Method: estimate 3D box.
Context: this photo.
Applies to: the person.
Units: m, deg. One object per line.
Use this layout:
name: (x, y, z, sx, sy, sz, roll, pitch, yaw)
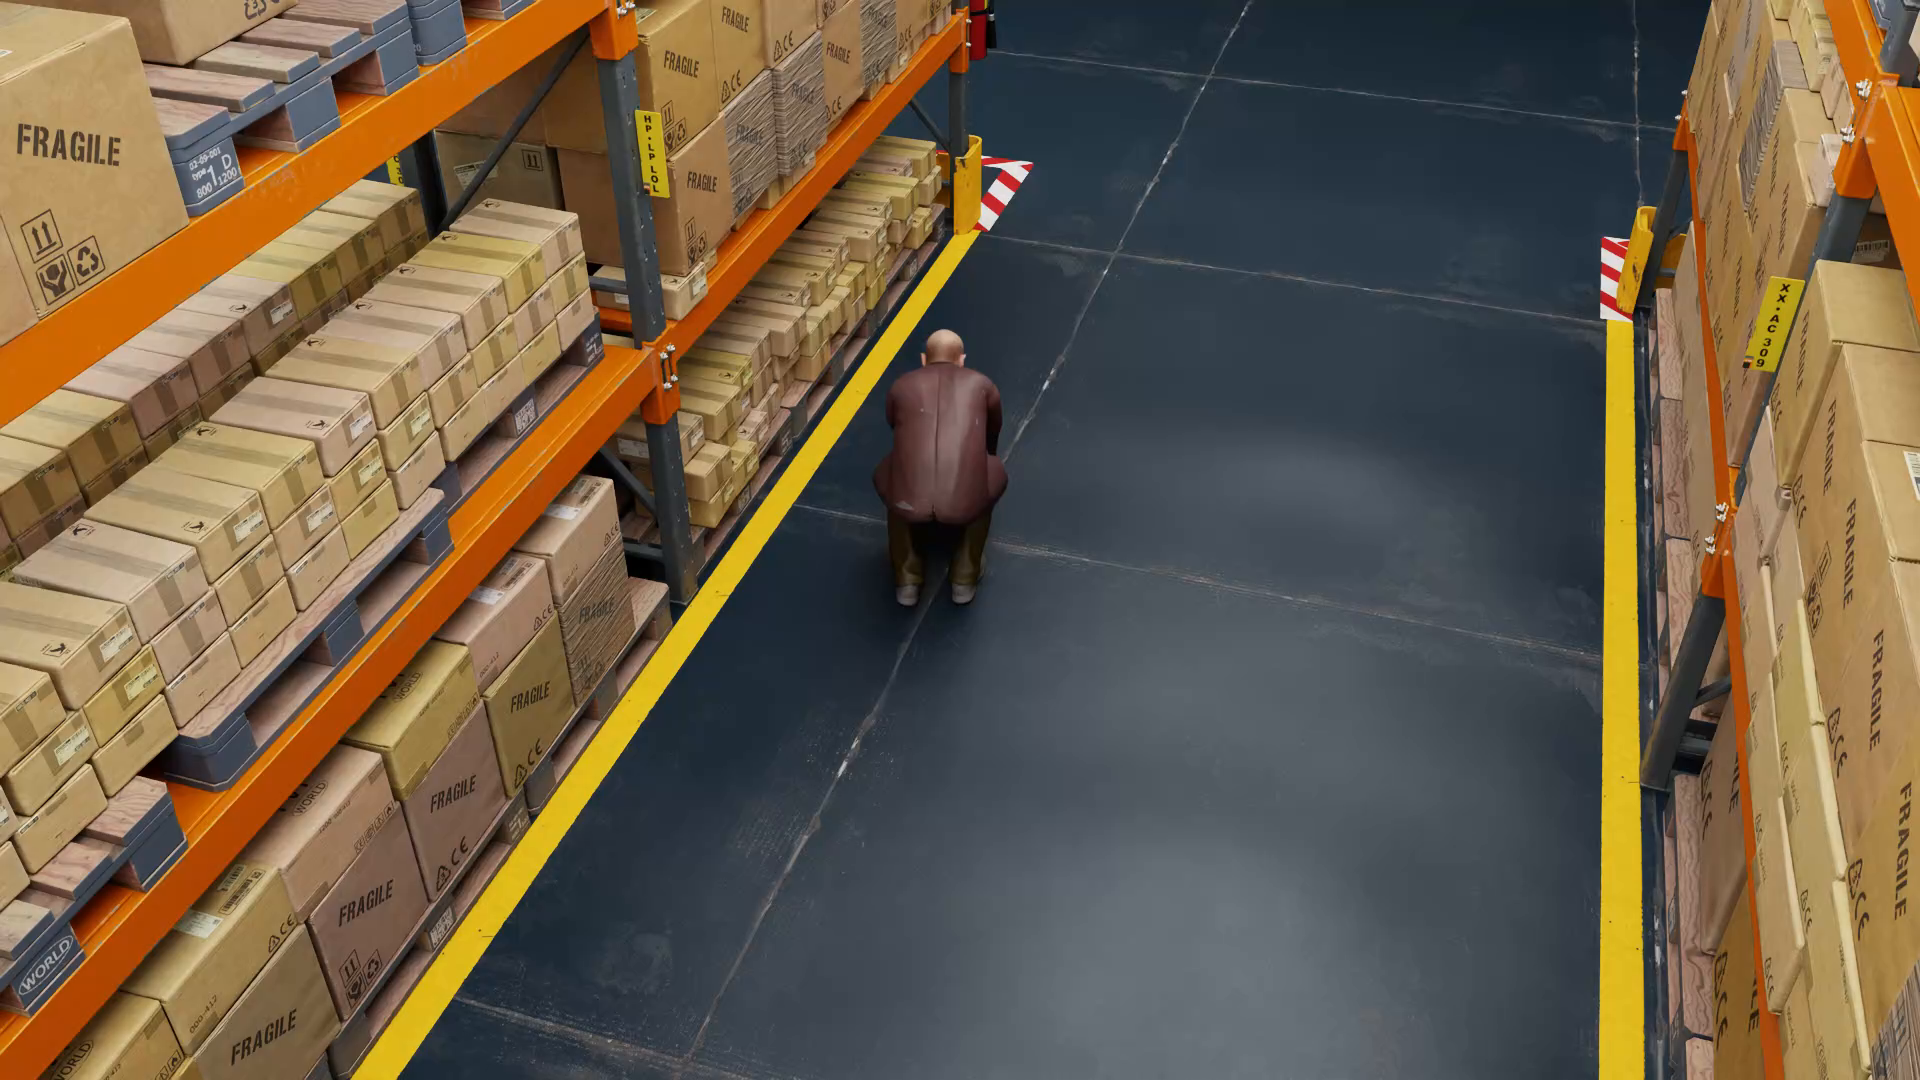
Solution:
person: (-0.076, -0.285, 7.228, 0.588, 0.966, 0.974, 3, 37, 4)
